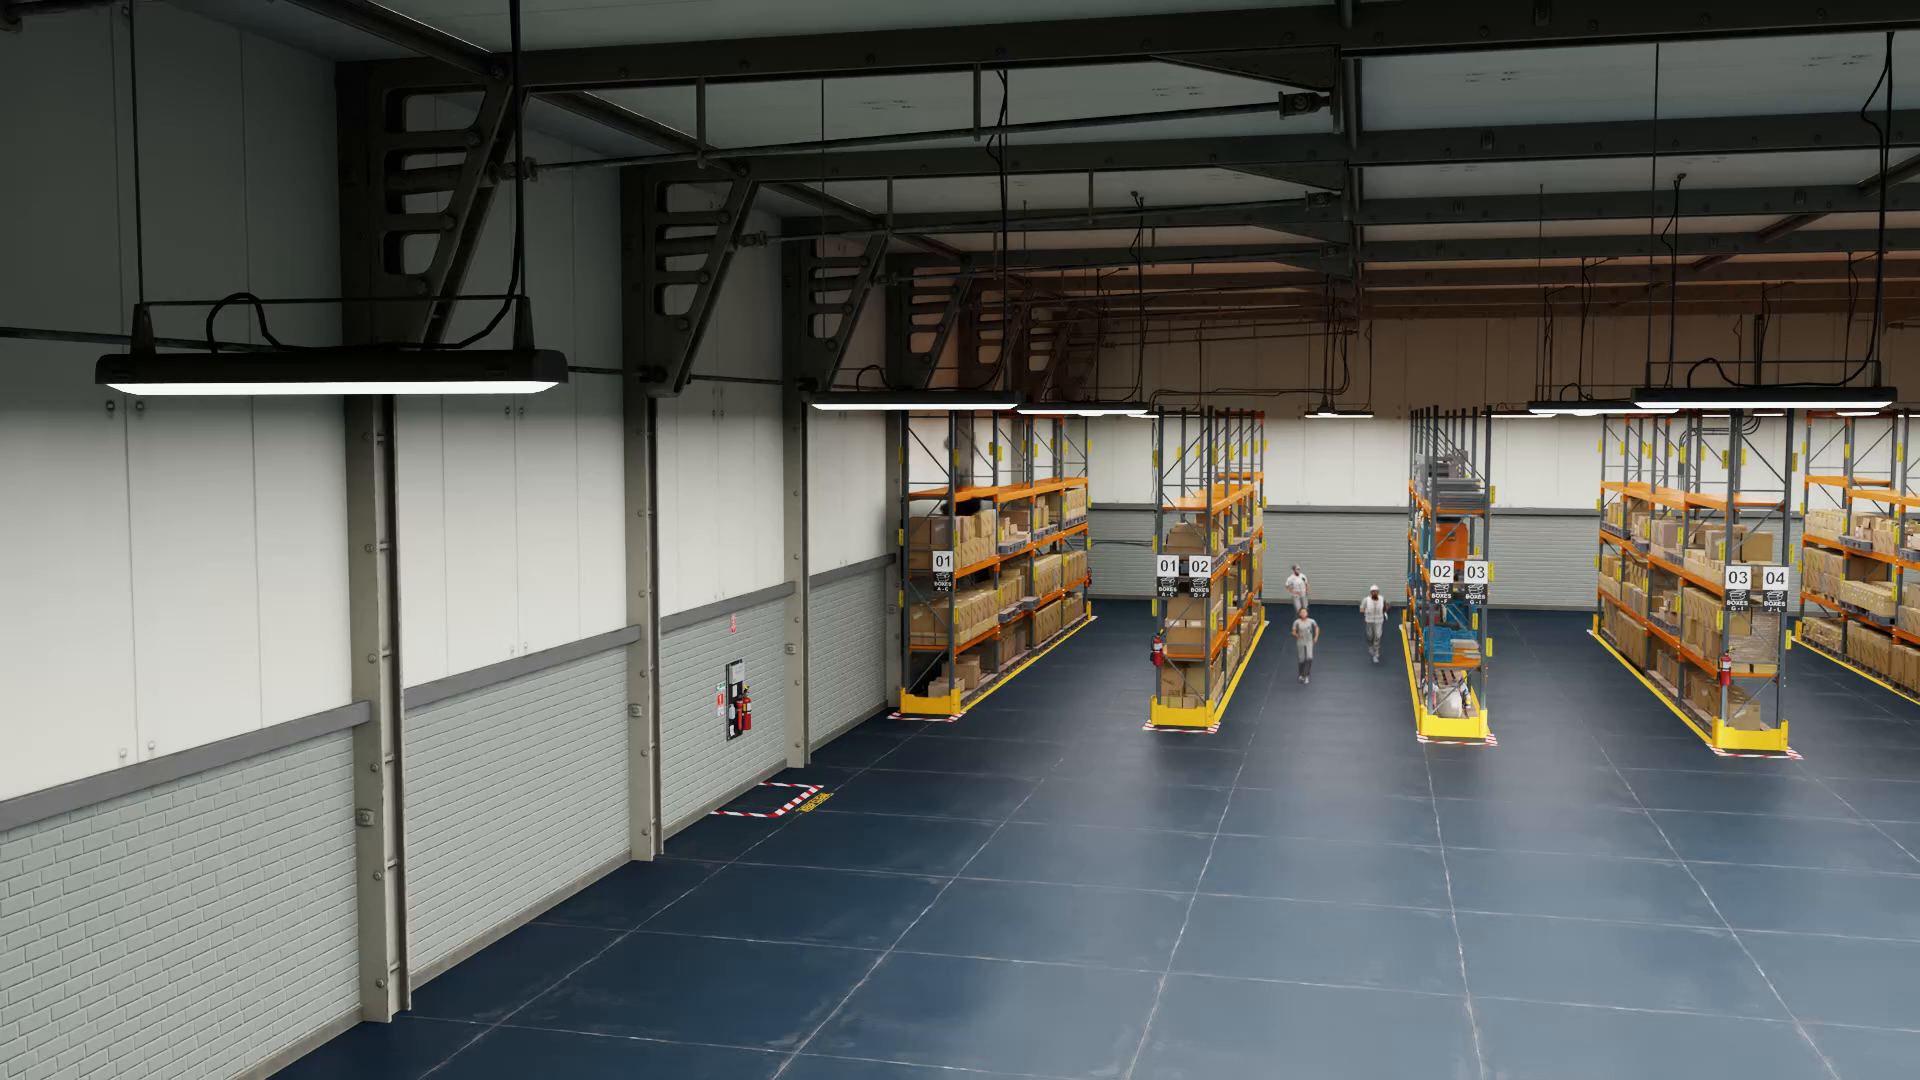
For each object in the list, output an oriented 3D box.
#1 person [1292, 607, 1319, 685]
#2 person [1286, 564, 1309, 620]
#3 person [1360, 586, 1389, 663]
[{"bbox_3d":[7.536,2.307,36.310,0.571,1.678,0.713,1,4,11],"label":"person"},{"bbox_3d":[9.429,1.534,46.416,0.679,1.723,0.571,-1,4,-7],"label":"person"},{"bbox_3d":[9.895,1.983,39.728,0.683,1.807,0.985,1,4,12],"label":"person"}]
